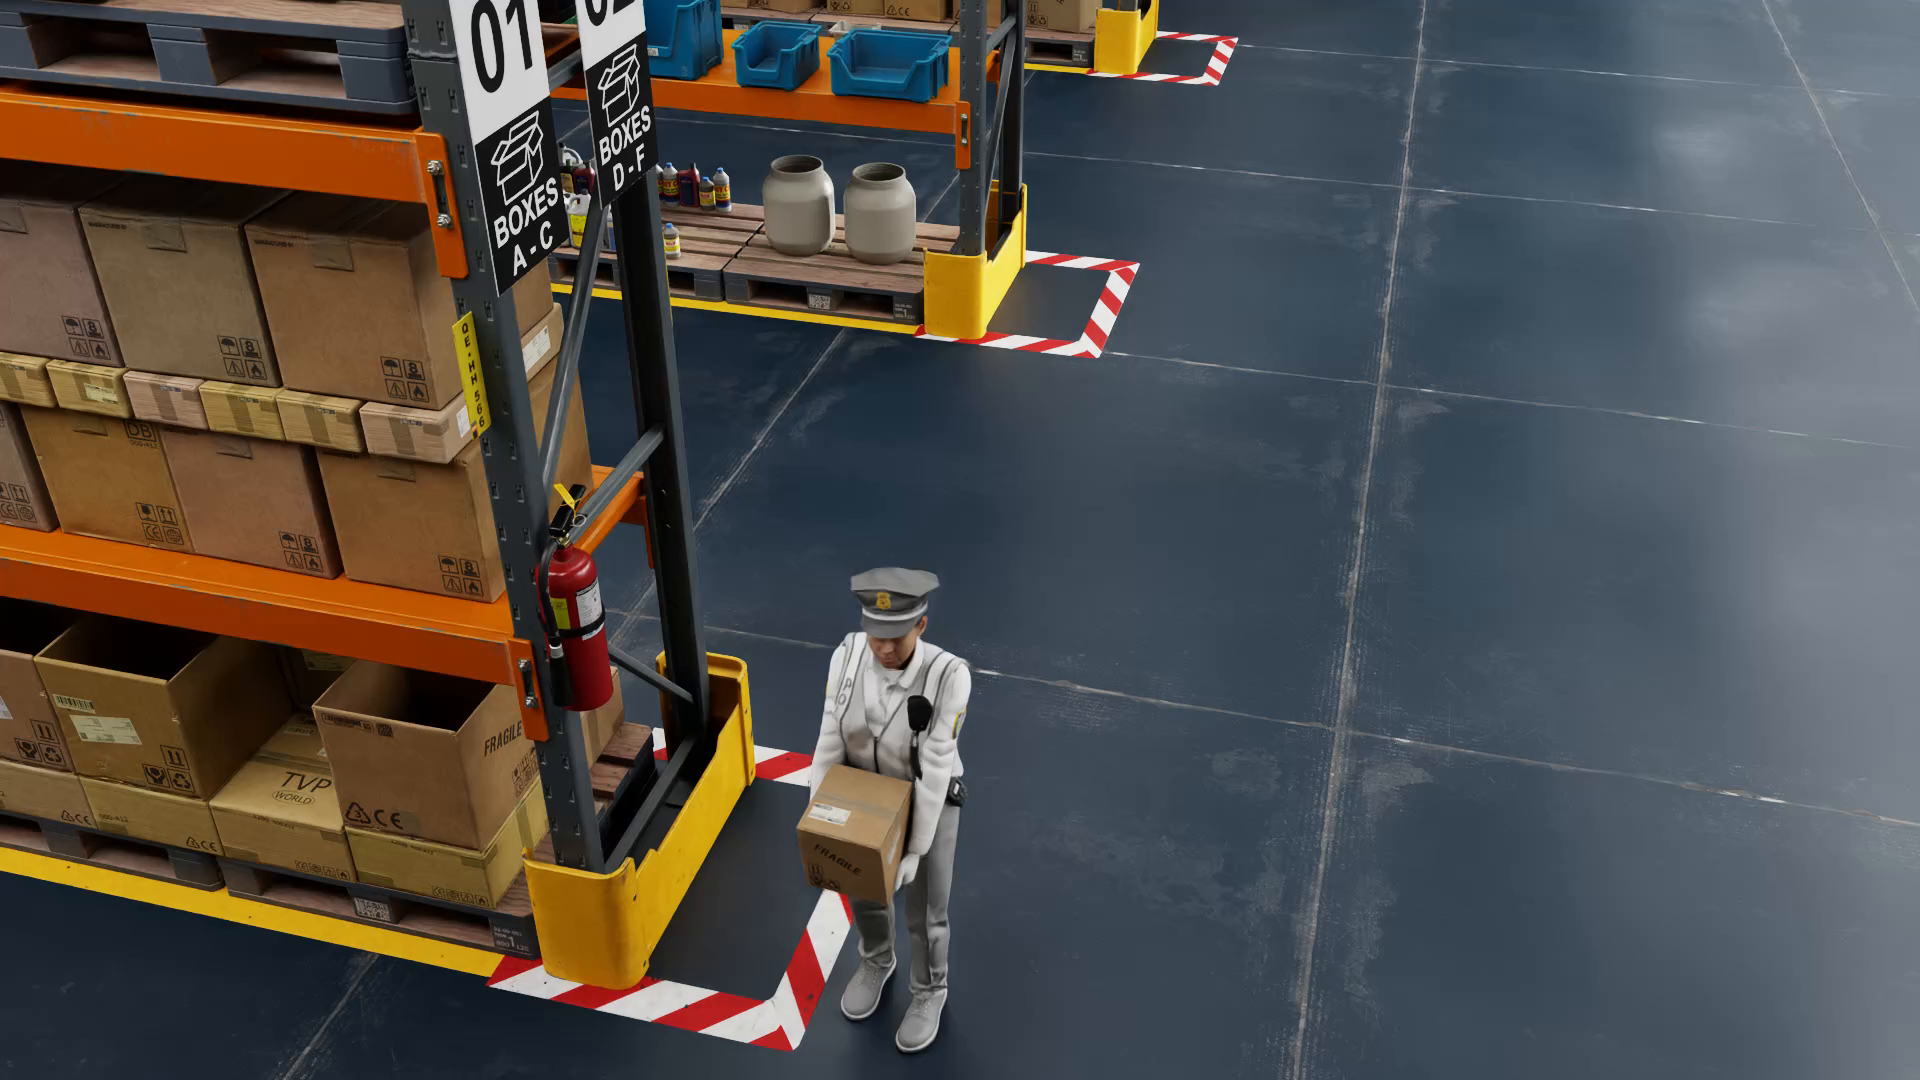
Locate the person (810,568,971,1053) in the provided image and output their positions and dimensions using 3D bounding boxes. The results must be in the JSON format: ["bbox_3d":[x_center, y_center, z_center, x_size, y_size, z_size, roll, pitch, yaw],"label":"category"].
[{"bbox_3d":[-0.201,0.819,4.870,0.416,1.682,0.529,12,35,18],"label":"person"}]
